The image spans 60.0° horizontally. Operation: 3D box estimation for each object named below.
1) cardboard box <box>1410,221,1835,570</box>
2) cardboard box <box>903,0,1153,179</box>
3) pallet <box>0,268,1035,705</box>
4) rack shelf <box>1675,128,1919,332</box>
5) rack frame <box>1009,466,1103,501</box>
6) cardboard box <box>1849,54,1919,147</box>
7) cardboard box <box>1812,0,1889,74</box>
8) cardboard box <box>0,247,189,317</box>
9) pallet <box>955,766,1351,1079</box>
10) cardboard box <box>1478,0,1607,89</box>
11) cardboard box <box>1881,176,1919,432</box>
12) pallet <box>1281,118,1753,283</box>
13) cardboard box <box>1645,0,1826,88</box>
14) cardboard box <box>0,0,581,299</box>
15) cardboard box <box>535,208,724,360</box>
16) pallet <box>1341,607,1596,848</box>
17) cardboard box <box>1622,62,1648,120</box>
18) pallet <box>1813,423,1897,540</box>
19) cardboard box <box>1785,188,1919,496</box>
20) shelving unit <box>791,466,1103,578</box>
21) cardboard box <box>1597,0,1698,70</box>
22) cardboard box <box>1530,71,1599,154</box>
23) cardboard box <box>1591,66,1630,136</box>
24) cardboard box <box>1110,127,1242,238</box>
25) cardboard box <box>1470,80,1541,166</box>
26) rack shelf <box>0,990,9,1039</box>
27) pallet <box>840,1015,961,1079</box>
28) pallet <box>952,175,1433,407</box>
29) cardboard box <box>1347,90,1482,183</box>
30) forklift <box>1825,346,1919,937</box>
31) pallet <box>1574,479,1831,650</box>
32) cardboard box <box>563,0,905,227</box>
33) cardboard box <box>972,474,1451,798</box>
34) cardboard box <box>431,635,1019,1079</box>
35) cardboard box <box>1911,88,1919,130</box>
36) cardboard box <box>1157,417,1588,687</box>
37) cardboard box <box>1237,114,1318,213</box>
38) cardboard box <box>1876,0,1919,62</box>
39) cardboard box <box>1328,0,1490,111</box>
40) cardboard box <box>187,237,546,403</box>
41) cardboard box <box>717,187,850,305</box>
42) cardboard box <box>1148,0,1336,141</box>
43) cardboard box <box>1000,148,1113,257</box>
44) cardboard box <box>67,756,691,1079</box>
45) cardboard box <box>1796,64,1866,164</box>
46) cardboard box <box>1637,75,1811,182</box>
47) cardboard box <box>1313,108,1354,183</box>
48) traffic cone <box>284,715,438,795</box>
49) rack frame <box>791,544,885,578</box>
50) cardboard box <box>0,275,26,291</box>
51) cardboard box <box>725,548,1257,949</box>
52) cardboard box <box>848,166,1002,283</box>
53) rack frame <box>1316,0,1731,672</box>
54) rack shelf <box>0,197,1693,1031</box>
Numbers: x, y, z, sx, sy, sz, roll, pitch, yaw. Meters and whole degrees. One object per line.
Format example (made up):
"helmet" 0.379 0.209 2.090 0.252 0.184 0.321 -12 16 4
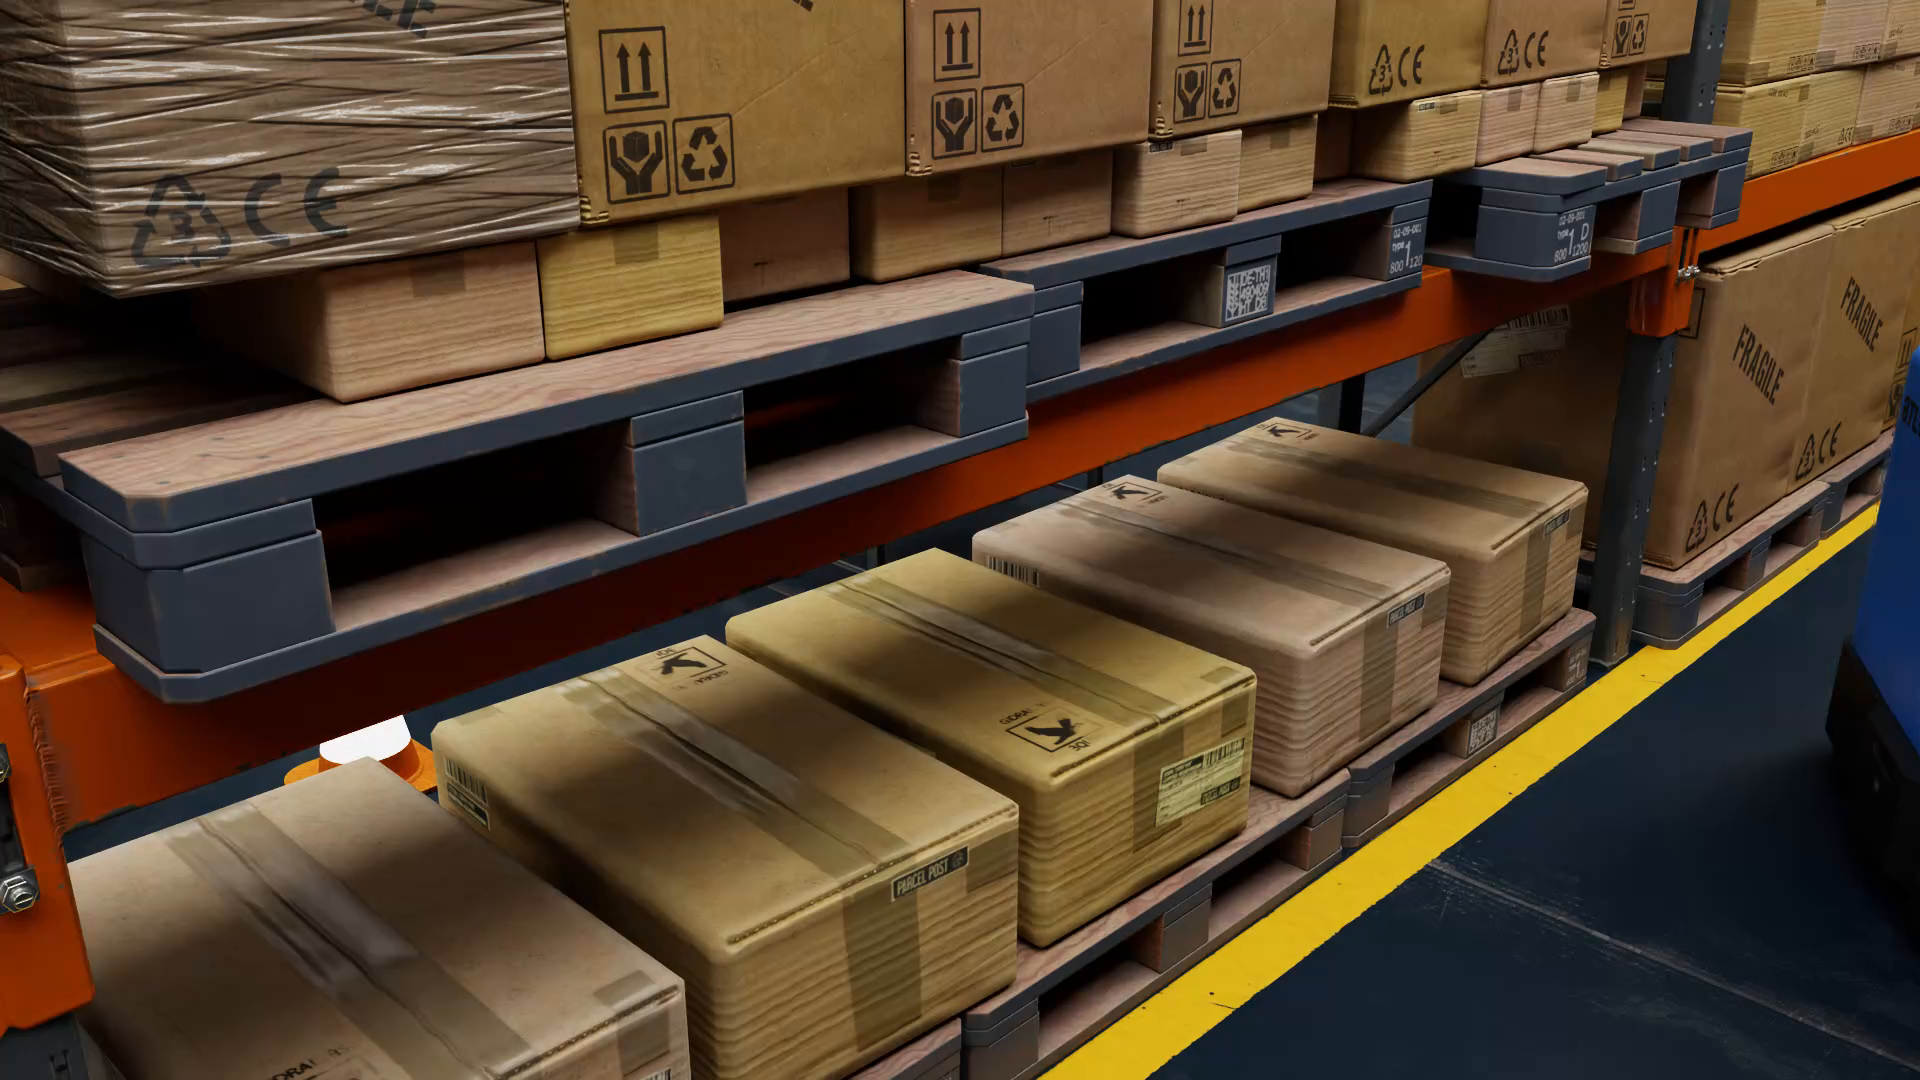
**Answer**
"cardboard box" 2.030 -0.537 5.166 0.875 0.875 0.875 19 28 40
"cardboard box" -0.066 -0.830 2.415 0.500 0.500 0.500 19 28 40
"pallet" -0.664 -0.218 2.228 1.003 0.211 1.213 19 28 41
"rack shelf" 2.884 -1.354 5.919 1.077 0.370 4.000 19 28 41
"rack frame" 0.295 -0.809 5.588 0.500 1.500 0.032 19 28 41
"cardboard box" 2.726 -1.438 5.345 0.500 0.250 0.500 -19 28 -40
"cardboard box" 2.380 -1.540 4.913 0.500 0.250 0.500 -19 28 -41
"cardboard box" -1.141 -0.428 2.271 0.250 0.149 0.380 -20 28 -41
"pallet" 0.091 0.638 3.619 1.003 0.211 1.213 19 28 41
"cardboard box" 1.018 -1.235 3.468 0.500 0.500 0.500 19 28 40
"cardboard box" 3.279 -0.995 6.358 0.875 0.875 0.875 -19 28 -40
"pallet" 1.068 -0.876 3.941 1.213 0.211 1.003 19 28 41
"cardboard box" 2.019 -1.408 4.568 0.500 0.250 0.500 19 28 40
"cardboard box" -0.769 -0.578 1.758 0.500 0.500 0.500 -19 28 -41
"cardboard box" -0.509 -0.351 2.072 0.250 0.149 0.380 -19 28 -41
"pallet" 0.942 0.326 4.431 1.003 0.211 1.213 19 28 41
"cardboard box" 1.428 -1.111 4.050 0.250 0.149 0.380 -19 28 -40
"pallet" 2.944 -0.370 6.243 1.003 0.211 1.213 19 28 41
"cardboard box" 2.655 -0.765 5.760 0.875 0.875 0.875 20 29 41
"shelving unit" -0.059 -0.678 5.248 0.538 1.500 1.048 19 28 41
"cardboard box" 1.371 -1.371 3.821 0.500 0.500 0.500 18 28 39
"cardboard box" 1.150 -0.948 3.626 0.380 0.149 0.250 19 28 40
"cardboard box" 1.293 -1.024 3.823 0.250 0.149 0.380 -20 28 -41
"cardboard box" 0.239 -0.617 2.765 0.250 0.149 0.380 -19 28 -40
"cardboard box" 0.968 -0.886 3.463 0.380 0.149 0.250 18 27 38
"rack shelf" -2.697 0.702 0.569 1.077 0.370 4.000 19 28 41
"pallet" -0.760 0.954 2.799 1.003 0.211 1.213 19 28 41
"pallet" 0.137 -0.567 3.136 1.003 0.211 1.213 19 28 41
"cardboard box" 0.786 -0.811 3.269 0.250 0.149 0.380 -20 28 -41
"forklift" 2.332 -0.287 2.237 1.130 2.935 3.031 5 22 13
"pallet" 2.093 -0.058 5.431 1.003 0.211 1.213 19 28 41
"cardboard box" -0.420 -0.707 2.093 0.500 0.500 0.500 19 28 41
"cardboard box" 0.578 0.189 3.979 0.950 0.372 0.625 19 28 40
"cardboard box" -0.439 0.562 3.009 0.625 0.372 0.950 -18 27 -39
"cardboard box" 3.068 -1.566 5.677 0.500 0.250 0.500 19 28 41
"cardboard box" 1.087 -0.002 4.477 0.950 0.372 0.625 17 27 37
"cardboard box" 0.404 -0.693 2.962 0.380 0.149 0.250 18 27 39
"cardboard box" 2.737 -1.665 5.238 0.500 0.250 0.500 19 28 40
"cardboard box" 0.667 -1.105 3.130 0.500 0.500 0.500 17 27 37
"cardboard box" -0.690 -0.289 1.911 0.250 0.149 0.380 -20 28 -41
"cardboard box" -0.366 -0.443 2.312 0.250 0.149 0.380 -18 27 -39
"cardboard box" 0.285 -0.965 2.765 0.500 0.500 0.500 18 27 39
"cardboard box" 0.017 -0.562 2.621 0.380 0.149 0.250 20 28 41
"cardboard box" -0.938 0.748 2.526 0.950 0.372 0.625 20 29 41
"cardboard box" 2.356 -1.305 4.998 0.500 0.250 0.500 18 28 39
"cardboard box" 2.010 -1.169 4.643 0.500 0.250 0.500 19 28 40
"cardboard box" 0.521 -0.778 3.183 0.380 0.149 0.250 20 28 41
"traffic cone" -1.440 0.367 3.973 0.336 0.463 0.334 19 28 41
"rack frame" -0.414 -0.547 4.908 0.500 1.500 0.032 19 28 41
"cardboard box" -3.875 -0.935 6.378 1.050 0.750 0.750 19 28 41
"cardboard box" 0.045 0.383 3.475 0.625 0.372 0.950 -19 28 -40
"cardboard box" -0.157 -0.499 2.456 0.250 0.149 0.380 -20 28 -41
"rack frame" 1.489 -1.176 4.453 1.000 3.000 0.127 19 28 41
"rack shelf" 0.093 -0.326 3.244 1.077 0.370 4.000 19 28 41
